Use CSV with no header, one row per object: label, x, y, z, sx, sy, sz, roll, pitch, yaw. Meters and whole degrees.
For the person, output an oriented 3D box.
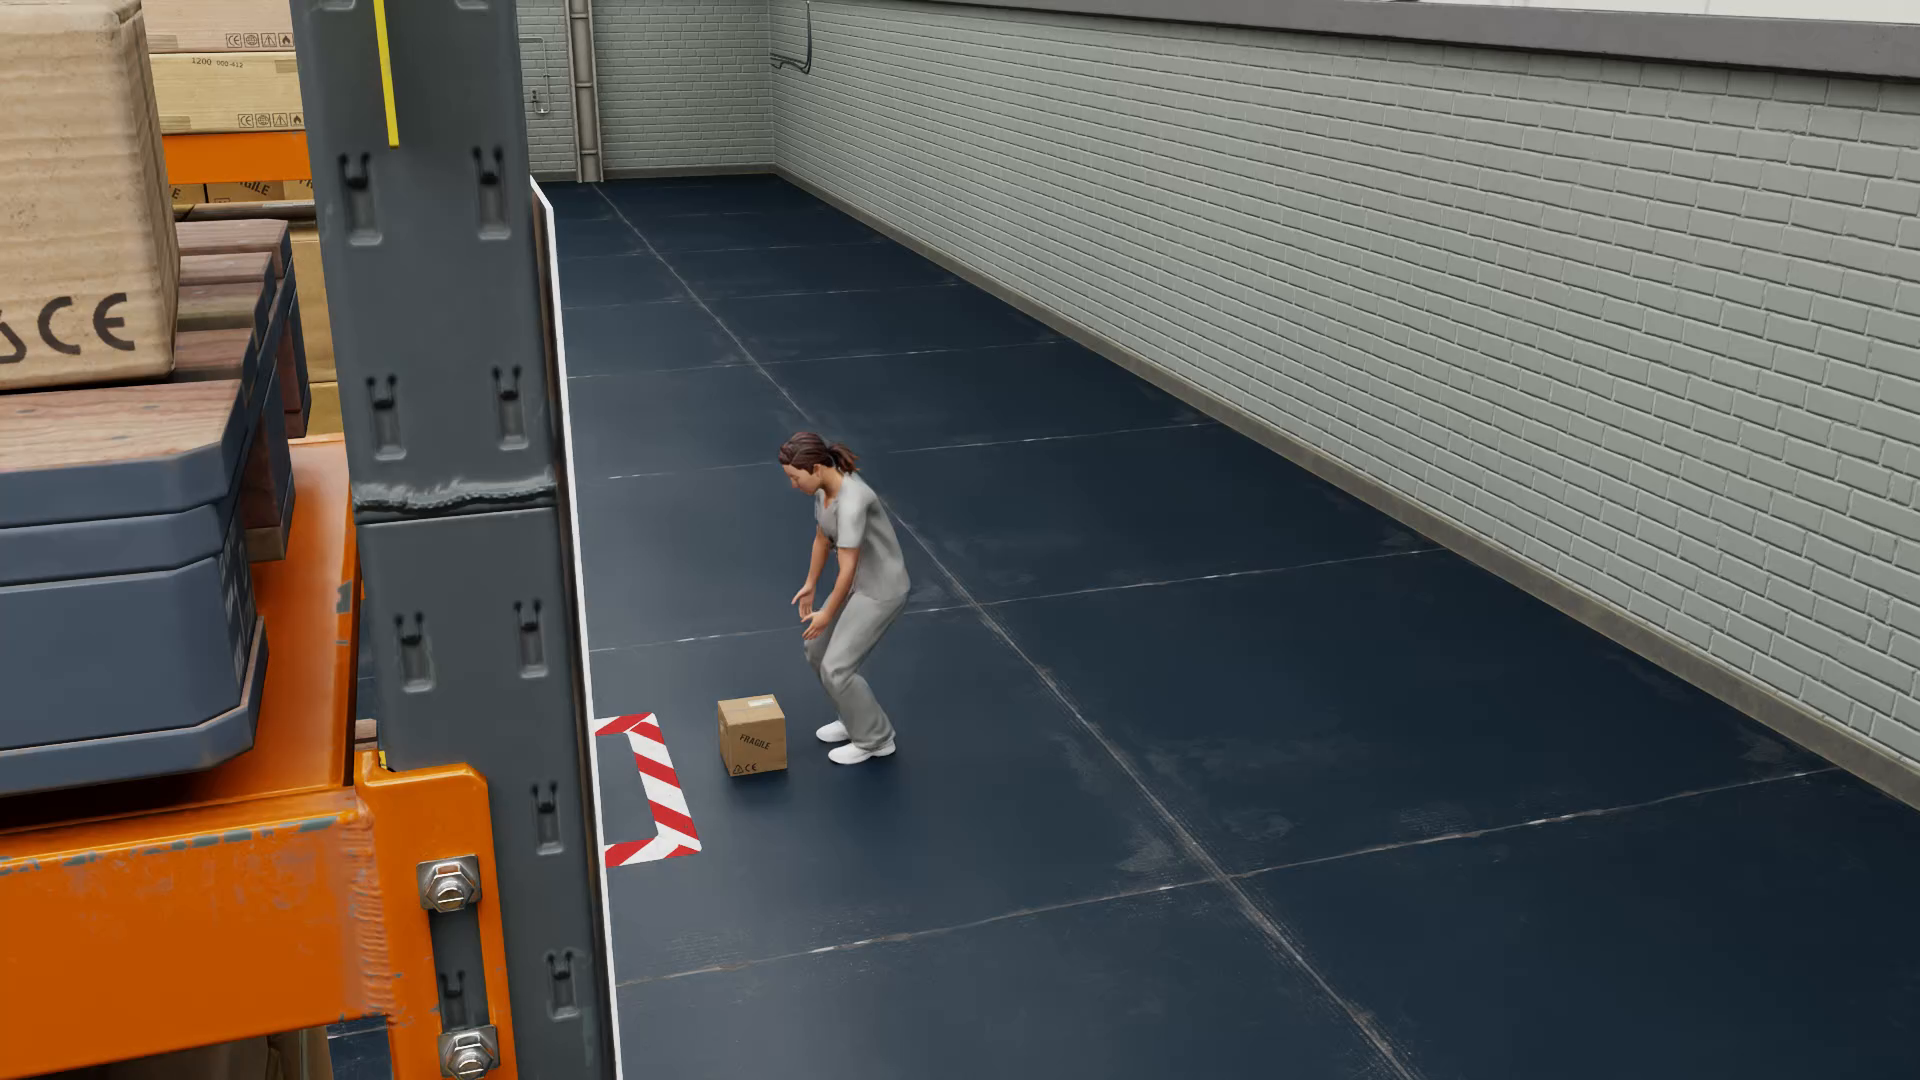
person,-0.487,0.238,7.178,0.554,1.493,0.486,-6,20,-17
